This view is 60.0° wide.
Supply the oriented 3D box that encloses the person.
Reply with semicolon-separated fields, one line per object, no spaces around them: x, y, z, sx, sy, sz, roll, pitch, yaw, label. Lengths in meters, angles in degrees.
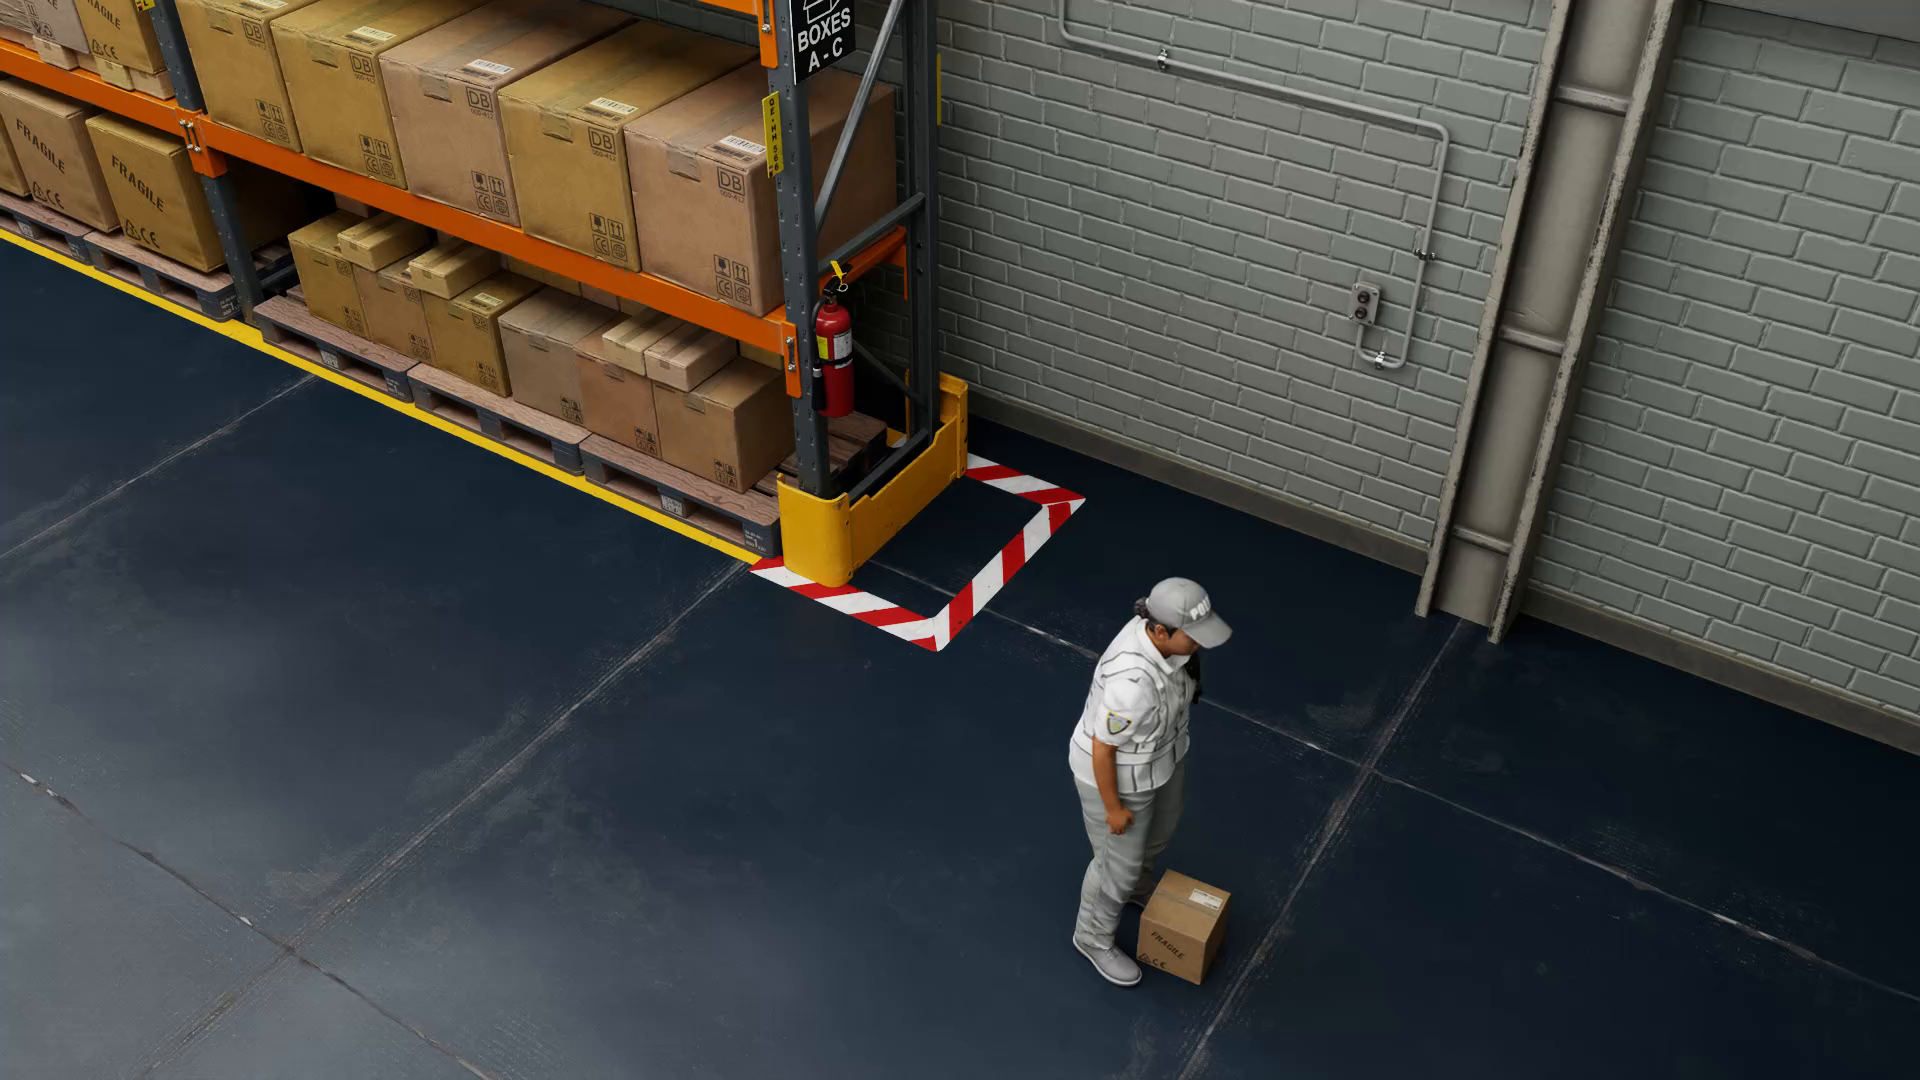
0.626;0.784;5.694;0.471;1.666;0.543;21;43;25;person
